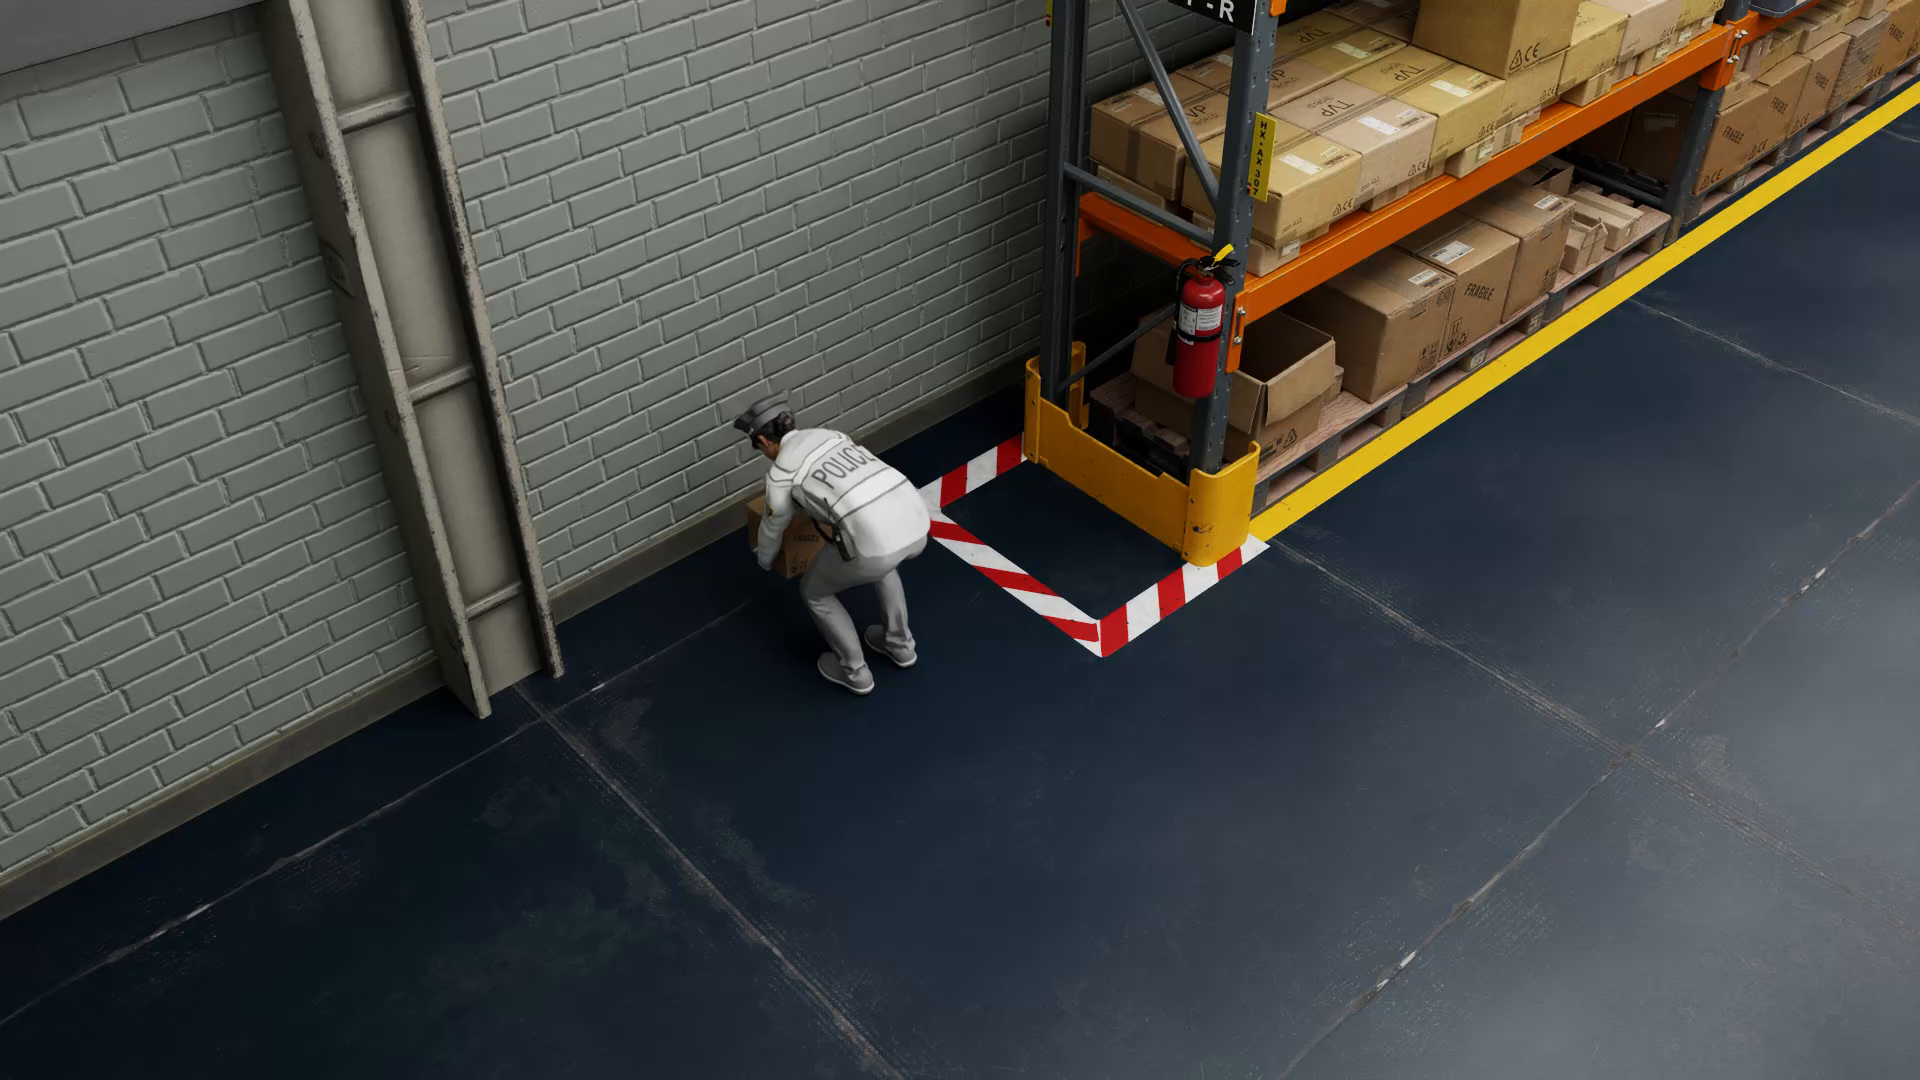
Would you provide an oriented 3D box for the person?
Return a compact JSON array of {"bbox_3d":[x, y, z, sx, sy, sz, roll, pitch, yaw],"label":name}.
[{"bbox_3d":[-0.512,0.002,6.593,0.920,1.102,0.449,33,50,33],"label":"person"}]
